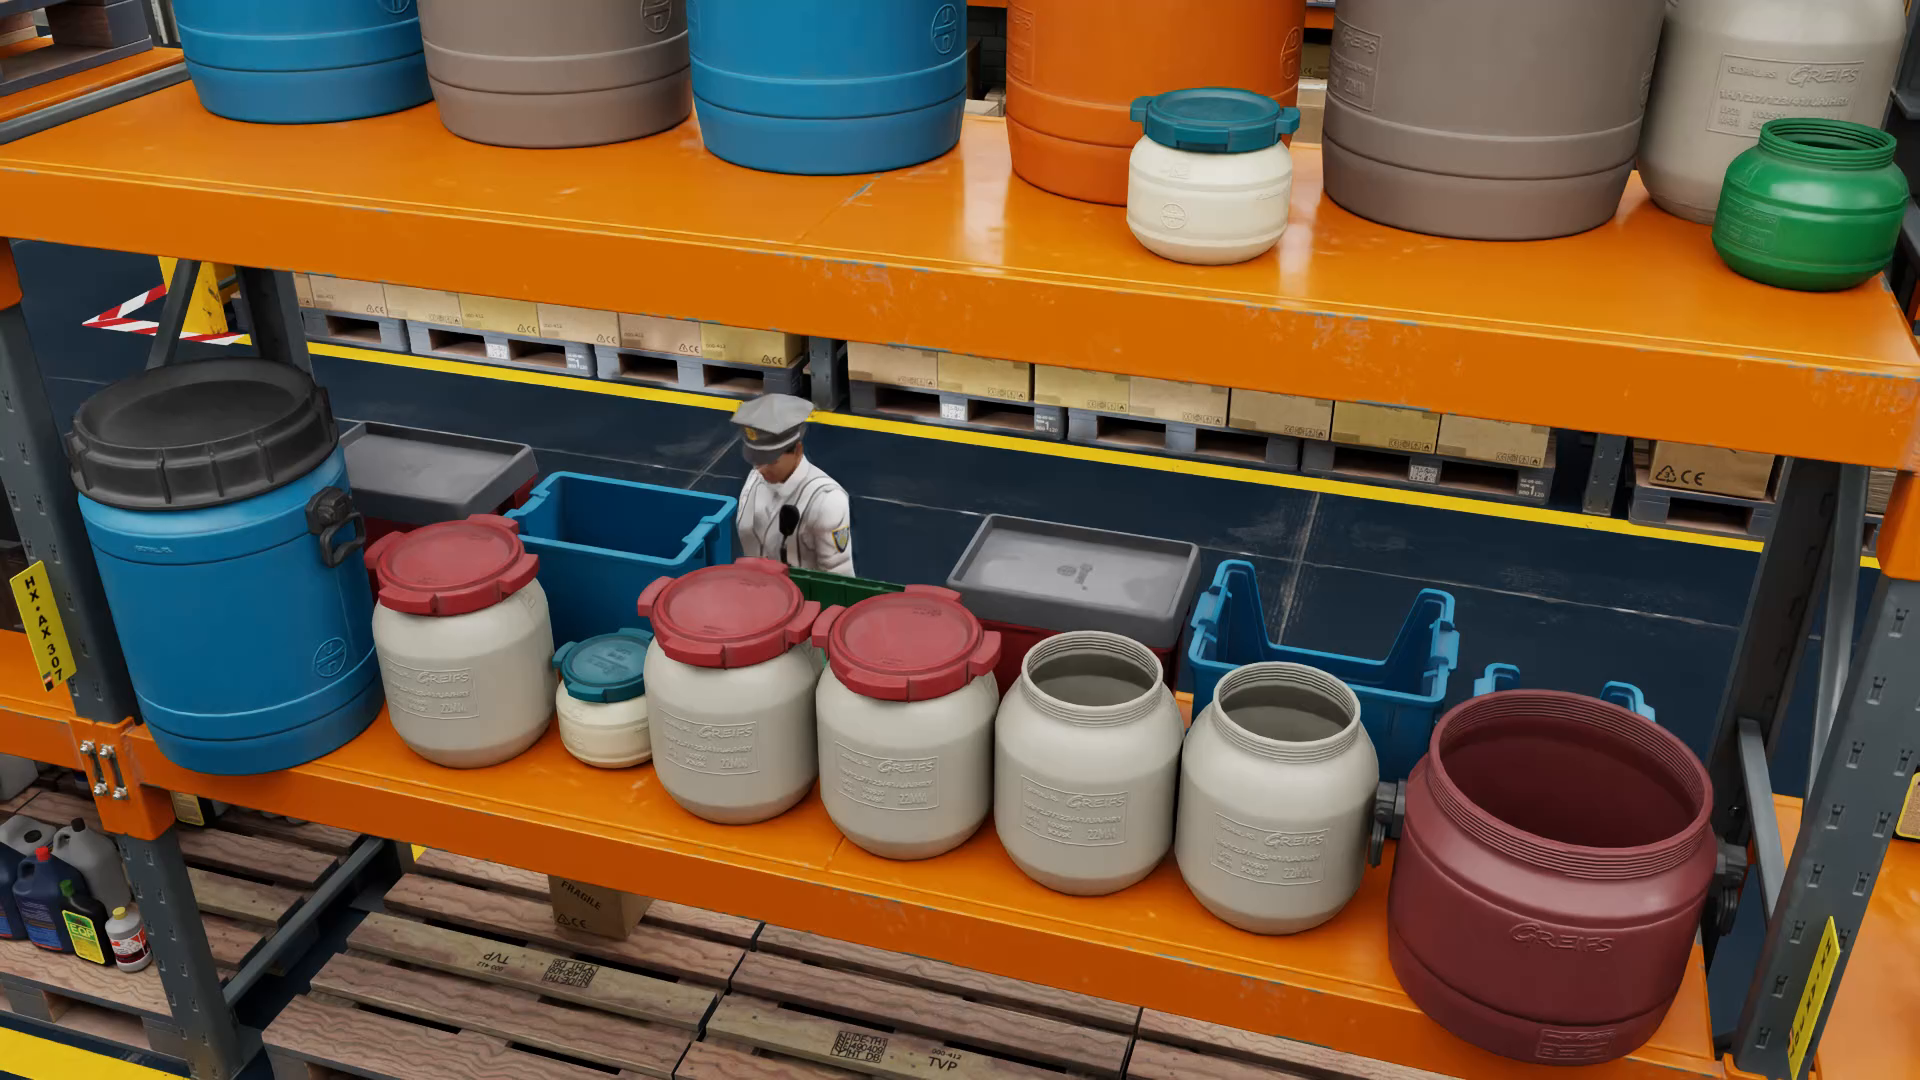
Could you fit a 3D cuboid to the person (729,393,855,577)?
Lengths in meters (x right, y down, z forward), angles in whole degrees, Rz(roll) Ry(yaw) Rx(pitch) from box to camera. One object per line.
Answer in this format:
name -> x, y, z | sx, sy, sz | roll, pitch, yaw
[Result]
person -> -0.536, 0.262, 5.647 | 0.506, 1.626, 0.884 | 24, 37, 36
